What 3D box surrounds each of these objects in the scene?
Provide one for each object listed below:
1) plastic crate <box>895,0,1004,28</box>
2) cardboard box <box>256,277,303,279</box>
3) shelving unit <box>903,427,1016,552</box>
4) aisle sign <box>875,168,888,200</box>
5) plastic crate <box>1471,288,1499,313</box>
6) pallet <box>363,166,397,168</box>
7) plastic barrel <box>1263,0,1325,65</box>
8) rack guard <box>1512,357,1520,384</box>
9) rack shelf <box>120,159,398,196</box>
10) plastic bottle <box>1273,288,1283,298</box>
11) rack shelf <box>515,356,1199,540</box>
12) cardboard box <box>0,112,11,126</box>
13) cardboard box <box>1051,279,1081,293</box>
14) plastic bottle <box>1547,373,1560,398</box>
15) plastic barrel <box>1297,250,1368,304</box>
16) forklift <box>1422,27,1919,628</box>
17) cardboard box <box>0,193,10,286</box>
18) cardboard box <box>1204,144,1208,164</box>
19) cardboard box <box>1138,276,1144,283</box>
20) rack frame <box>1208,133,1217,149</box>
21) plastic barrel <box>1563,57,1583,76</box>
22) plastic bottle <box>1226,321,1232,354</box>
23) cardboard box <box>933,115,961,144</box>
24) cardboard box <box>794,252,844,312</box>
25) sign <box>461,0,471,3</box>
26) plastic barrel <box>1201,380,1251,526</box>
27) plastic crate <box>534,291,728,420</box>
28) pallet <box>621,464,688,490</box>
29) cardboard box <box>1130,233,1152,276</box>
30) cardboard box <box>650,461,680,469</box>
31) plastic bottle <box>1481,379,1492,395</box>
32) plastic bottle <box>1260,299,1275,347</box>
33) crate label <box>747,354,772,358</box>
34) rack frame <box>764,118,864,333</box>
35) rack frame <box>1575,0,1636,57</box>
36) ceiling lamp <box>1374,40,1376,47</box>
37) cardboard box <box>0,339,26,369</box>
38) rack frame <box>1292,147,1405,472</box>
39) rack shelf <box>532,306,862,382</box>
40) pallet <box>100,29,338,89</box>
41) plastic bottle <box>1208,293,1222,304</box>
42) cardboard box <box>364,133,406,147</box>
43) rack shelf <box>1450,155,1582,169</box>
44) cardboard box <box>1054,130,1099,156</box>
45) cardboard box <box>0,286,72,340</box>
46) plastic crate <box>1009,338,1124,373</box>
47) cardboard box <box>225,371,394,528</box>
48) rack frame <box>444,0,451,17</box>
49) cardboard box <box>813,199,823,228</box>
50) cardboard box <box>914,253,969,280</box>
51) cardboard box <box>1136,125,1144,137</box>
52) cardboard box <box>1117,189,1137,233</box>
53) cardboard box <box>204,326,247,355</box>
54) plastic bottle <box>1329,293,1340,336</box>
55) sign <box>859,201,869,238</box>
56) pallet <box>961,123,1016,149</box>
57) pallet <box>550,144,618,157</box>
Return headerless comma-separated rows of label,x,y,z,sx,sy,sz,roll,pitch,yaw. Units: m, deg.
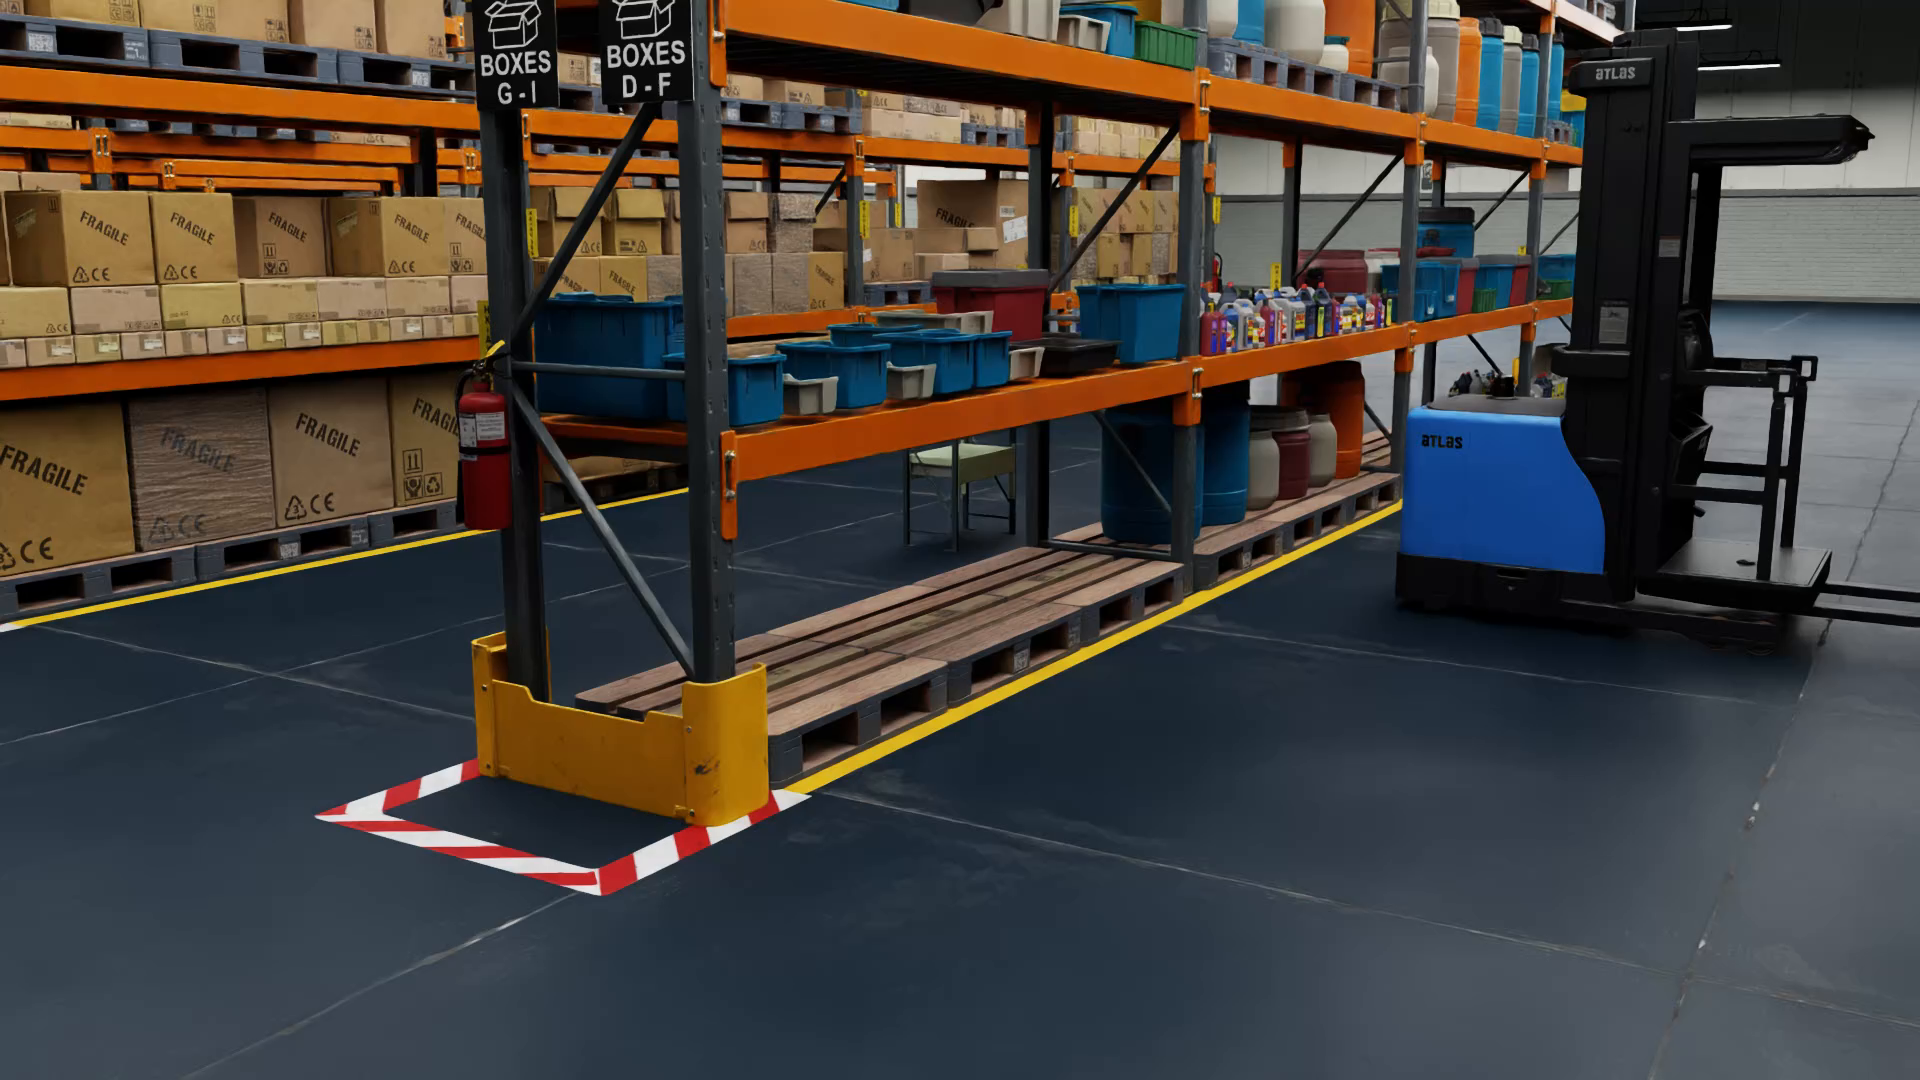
plastic crate,-0.212,-2.239,6.695,0.504,0.338,0.767,6,12,31
cardboard box,-4.391,-1.547,10.582,0.500,0.250,0.500,7,13,32
shelving unit,0.003,-0.738,10.736,0.431,1.500,0.755,6,12,31
aisle sign,-1.060,-5.321,24.074,0.394,0.787,0.004,6,12,31
plastic crate,4.327,-2.064,14.316,0.450,0.188,0.662,6,12,31
pallet,-8.124,-5.184,22.765,1.213,0.211,1.003,6,12,31
plastic barrel,2.122,-3.294,10.650,0.433,0.535,0.433,0,11,0
rack guard,7.068,-1.853,19.406,1.175,0.500,0.348,6,12,31
rack shelf,-8.751,-4.695,21.598,1.077,0.370,4.000,6,12,31
plastic bottle,2.329,-1.723,12.273,0.097,0.271,0.097,0,11,0
rack shelf,-0.202,-0.542,7.569,1.077,0.370,4.000,6,12,31
cardboard box,-7.876,-3.394,13.100,0.500,0.250,0.500,6,12,31
cardboard box,1.126,-2.823,18.481,0.380,0.149,0.250,6,12,31
plastic bottle,6.082,-1.567,17.089,0.144,0.351,0.185,6,12,30
plastic barrel,2.895,-2.008,13.075,0.600,0.536,0.708,6,12,31
forklift,3.848,-0.999,8.242,3.031,2.935,1.121,7,12,31
cardboard box,-5.445,-1.597,8.811,0.500,0.500,0.500,7,12,31
cardboard box,2.800,-4.871,20.994,0.500,0.250,0.500,7,13,32
cardboard box,1.984,-3.104,19.981,0.380,0.149,0.250,6,12,31
rack frame,2.834,-6.520,21.239,1.000,3.000,0.127,6,12,31
plastic barrel,6.923,-4.901,18.436,0.600,0.830,0.708,6,12,31
plastic bottle,1.505,-1.171,9.510,0.097,0.201,0.097,0,11,0
cardboard box,-0.333,-3.925,15.941,0.500,0.250,0.500,7,13,32
cardboard box,-1.364,-2.261,14.520,0.500,0.500,0.500,7,13,32
sign,-1.719,-2.054,5.823,0.100,0.325,0.005,6,12,31
plastic barrel,1.501,-0.581,10.380,0.600,0.901,0.708,6,12,31
plastic crate,-1.226,-0.699,6.190,0.616,0.435,0.499,6,12,31
pallet,-2.428,-0.634,13.682,1.003,0.211,1.213,6,12,31
cardboard box,1.801,-3.440,20.013,0.875,0.500,0.500,6,12,31
cardboard box,-2.618,-1.089,13.166,1.225,0.875,0.875,6,12,29
plastic bottle,5.317,-1.495,16.908,0.152,0.276,0.135,6,12,31
plastic bottle,1.853,-1.310,10.030,0.061,0.283,0.133,6,12,31
crate label,-0.685,-0.717,7.101,0.396,0.136,0.243,6,12,31
rack frame,-1.320,-2.313,15.071,1.000,3.000,0.127,6,12,31
rack frame,7.067,-6.046,18.712,1.000,3.000,0.127,6,12,31
ceiling lamp,8.203,-12.304,36.272,2.000,3.185,0.800,6,12,31
cardboard box,-5.007,-0.955,8.503,0.380,0.149,0.250,7,12,31
rack frame,2.911,-1.840,12.545,0.949,2.616,0.053,6,12,31
rack shelf,-2.358,-1.645,13.457,1.077,0.370,4.000,6,12,31
pallet,-4.464,-2.796,9.740,1.003,0.211,1.213,6,12,31
plastic bottle,1.692,-1.523,11.191,0.152,0.276,0.135,6,12,31
cardboard box,-5.834,-4.132,16.365,0.500,0.500,0.500,6,12,31
rack shelf,6.028,-4.000,17.356,0.919,0.124,3.809,6,12,31
cardboard box,1.209,-4.389,18.416,0.500,0.250,0.500,6,12,28
cardboard box,-4.993,-1.177,8.602,0.500,0.250,0.500,6,12,29
plastic crate,5.660,-0.959,7.056,10.364,0.629,4.185,6,12,31
cardboard box,-4.275,-0.608,10.597,0.875,0.875,0.875,6,12,31
rack frame,-5.504,-5.751,17.133,0.949,2.616,0.053,6,12,31
cardboard box,-2.356,-4.344,22.580,0.875,0.550,0.500,6,12,31
cardboard box,-0.253,-2.687,16.336,0.500,0.250,0.500,6,12,29
cardboard box,1.938,-4.813,19.596,0.380,0.149,0.250,7,13,32
cardboard box,1.726,-3.832,19.391,0.500,0.500,0.500,6,12,31
cardboard box,-4.341,-1.158,9.584,0.380,0.149,0.250,6,12,30
plastic bottle,2.475,-1.498,11.036,0.061,0.283,0.133,6,12,31
sign,-0.844,-2.829,14.684,0.100,0.325,0.005,6,12,31
pallet,-0.190,-4.074,16.835,1.213,0.211,1.003,6,12,31
pallet,-4.639,-4.467,18.937,1.003,0.211,1.213,7,13,33
